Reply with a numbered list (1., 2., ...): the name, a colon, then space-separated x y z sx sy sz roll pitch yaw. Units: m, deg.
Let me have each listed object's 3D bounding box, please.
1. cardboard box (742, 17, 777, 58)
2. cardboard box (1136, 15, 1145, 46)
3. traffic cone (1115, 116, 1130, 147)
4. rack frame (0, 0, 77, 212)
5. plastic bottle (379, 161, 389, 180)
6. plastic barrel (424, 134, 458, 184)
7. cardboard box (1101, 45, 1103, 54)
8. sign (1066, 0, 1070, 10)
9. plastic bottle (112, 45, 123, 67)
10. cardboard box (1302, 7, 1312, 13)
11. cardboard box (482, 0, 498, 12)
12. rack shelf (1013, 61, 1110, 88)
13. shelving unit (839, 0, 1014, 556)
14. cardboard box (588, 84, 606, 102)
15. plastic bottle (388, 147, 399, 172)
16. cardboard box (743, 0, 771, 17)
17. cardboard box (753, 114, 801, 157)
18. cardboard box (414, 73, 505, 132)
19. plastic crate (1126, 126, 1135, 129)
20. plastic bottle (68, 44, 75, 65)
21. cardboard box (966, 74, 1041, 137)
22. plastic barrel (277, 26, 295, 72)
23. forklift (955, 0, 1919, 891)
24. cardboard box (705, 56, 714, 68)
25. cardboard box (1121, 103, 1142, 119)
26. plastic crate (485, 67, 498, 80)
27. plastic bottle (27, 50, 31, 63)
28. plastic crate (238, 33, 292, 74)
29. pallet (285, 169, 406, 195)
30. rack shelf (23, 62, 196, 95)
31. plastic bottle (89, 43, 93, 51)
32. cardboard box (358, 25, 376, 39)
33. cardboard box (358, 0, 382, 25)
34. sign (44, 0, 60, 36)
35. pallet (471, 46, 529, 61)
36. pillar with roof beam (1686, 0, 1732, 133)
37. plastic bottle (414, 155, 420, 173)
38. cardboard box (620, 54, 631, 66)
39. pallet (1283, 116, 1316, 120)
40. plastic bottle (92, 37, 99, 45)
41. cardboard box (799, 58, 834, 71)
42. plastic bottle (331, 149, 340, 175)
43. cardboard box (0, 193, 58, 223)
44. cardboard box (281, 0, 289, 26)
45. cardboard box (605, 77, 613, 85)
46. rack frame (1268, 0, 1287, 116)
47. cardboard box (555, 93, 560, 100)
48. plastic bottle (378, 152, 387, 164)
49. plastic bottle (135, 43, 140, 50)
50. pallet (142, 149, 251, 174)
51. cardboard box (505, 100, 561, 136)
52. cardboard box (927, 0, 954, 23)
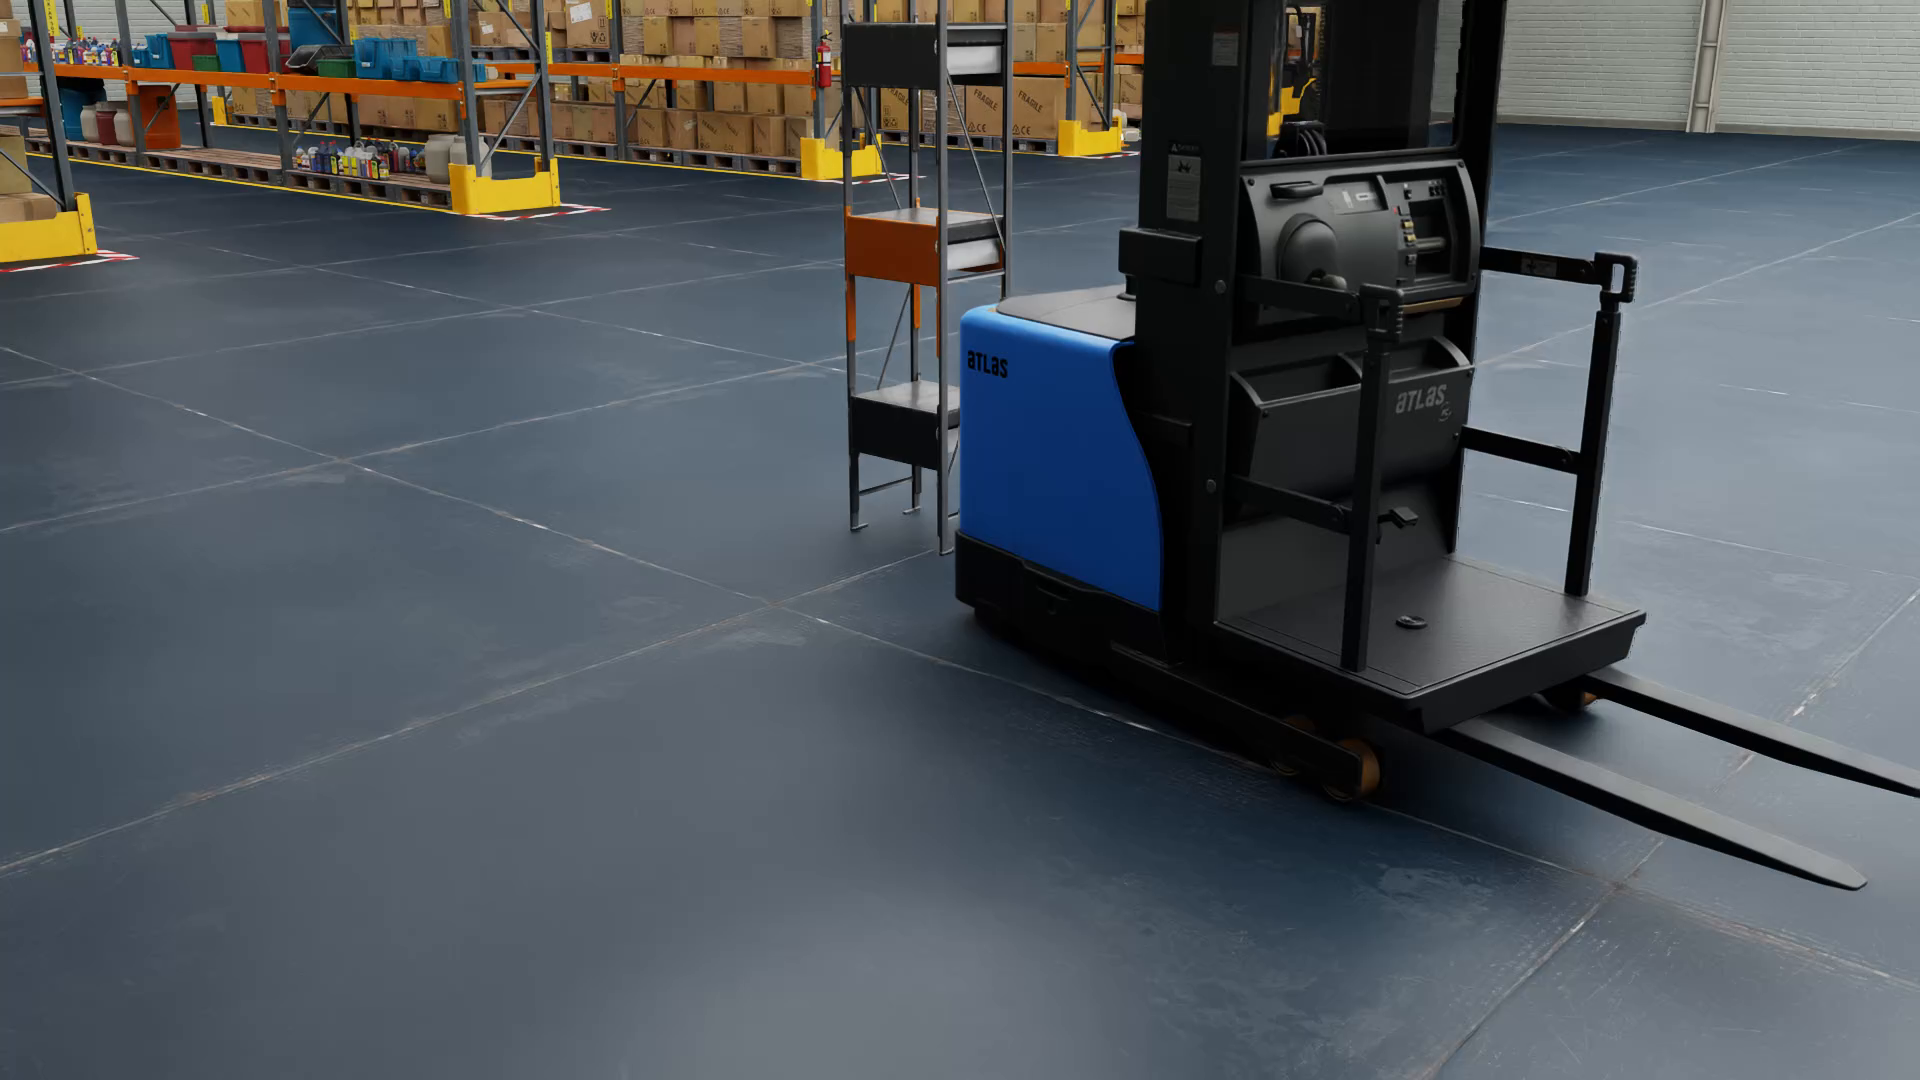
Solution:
1. cardboard box: -2.301 -6.460 21.352 0.500 0.500 0.875 15 23 39
2. cardboard box: 3.425 -8.868 28.939 0.500 0.500 0.500 15 23 40
3. traffic cone: 2.459 -6.402 26.018 0.334 0.463 0.336 15 23 39
4. rack frame: -8.032 -3.841 13.754 0.127 3.000 1.000 15 23 39
5. plastic bottle: -6.406 -4.106 18.489 0.097 0.201 0.097 0 18 0
6. plastic barrel: -5.659 -4.190 18.275 0.421 0.512 0.421 0 18 0
7. cardboard box: 2.597 -8.785 29.750 0.250 0.149 0.380 15 23 39
8. sign: 1.544 -7.728 23.697 0.005 0.325 0.100 15 23 39
9. plastic bottle: -11.311 -6.496 22.314 0.133 0.283 0.061 15 23 39
10. cardboard box: 6.857 -10.276 32.304 0.250 0.149 0.380 15 23 40
11. cardboard box: -9.138 -10.702 33.064 0.500 0.500 0.500 14 23 38
12. rack shelf: 0.418 -7.242 25.660 4.000 0.370 1.077 15 23 39
13. shelving unit: -0.124 -1.034 6.399 0.503 2.100 0.431 15 23 39
14. cardboard box: -6.685 -8.393 31.536 0.500 0.500 0.500 16 24 41
15. plastic bottle: -6.626 -4.453 19.448 0.133 0.283 0.061 15 23 39
16. cardboard box: -2.407 -6.901 21.087 0.500 0.500 0.500 15 23 39
17. cardboard box: -2.380 -5.331 21.889 0.500 0.500 0.500 -11 21 -31
18. cardboard box: -7.940 -7.018 26.585 0.875 0.875 1.225 14 22 37
19. plastic crate: 2.762 -7.234 29.273 0.583 0.080 0.402 7 19 21
20. plastic bottle: -12.404 -6.789 23.238 0.133 0.283 0.061 15 23 39
21. cardboard box: 0.704 -6.668 25.481 0.875 0.875 0.875 15 23 38
22. plastic barrel: -8.303 -6.070 20.555 0.433 0.535 0.433 0 18 0
23. forklift: 1.266 -0.869 4.506 1.130 2.935 3.031 -13 22 -35
24. cardboard box: -3.136 -6.315 21.967 0.250 0.149 0.380 15 23 39
25. cardboard box: 3.200 -7.626 29.533 0.500 0.250 0.500 15 23 39
26. plastic crate: -5.197 -5.087 18.119 0.250 0.136 0.298 15 23 39
27. plastic bottle: -13.527 -7.059 24.225 0.097 0.201 0.097 0 18 0
28. plastic crate: -8.298 -5.822 19.892 0.583 0.464 0.402 15 23 39
29. pallet: -7.258 -4.290 19.781 1.213 0.211 1.003 15 23 39
30. rack shelf: -12.221 -6.625 23.719 4.000 0.370 1.077 15 23 39
31. plastic bottle: -12.626 -7.096 24.225 0.097 0.271 0.097 0 18 0
32. cardboard box: -9.500 -8.188 27.287 0.500 0.500 0.500 14 23 38
33. cardboard box: -9.440 -8.749 27.399 0.637 0.503 0.797 15 23 40
34. sign: -7.659 -4.415 14.003 0.005 0.325 0.100 15 23 39
35. pallet: -6.834 -7.477 25.530 1.003 0.211 1.213 15 23 39
36. pillar with roof beam: 10.124 -10.471 24.730 0.400 9.000 9.100 15 23 39
37. plastic bottle: -6.296 -4.380 19.352 0.097 0.201 0.097 0 18 0
38. cardboard box: -4.484 -6.653 23.032 0.250 0.149 0.380 15 23 39
39. pallet: 6.908 -8.507 33.068 1.213 0.211 1.003 15 23 39
40. plastic bottle: -12.674 -7.199 24.417 0.185 0.351 0.144 15 23 39
41. cardboard box: -1.804 -5.972 20.885 0.250 0.149 0.380 15 23 39
42. plastic bottle: -7.168 -4.342 19.098 0.133 0.283 0.061 16 24 42
43. cardboard box: -8.285 -2.888 14.605 0.500 0.250 0.500 15 23 39
44. cardboard box: -11.322 -9.052 28.691 0.500 0.500 0.500 15 23 40
45. cardboard box: -6.284 -8.644 31.088 0.500 0.250 0.500 16 24 41
46. rack frame: 5.124 -8.323 27.879 0.127 3.000 1.000 15 23 39
47. cardboard box: -7.718 -8.618 32.336 0.250 0.149 0.380 14 22 37
48. plastic bottle: -6.506 -4.226 18.732 0.133 0.283 0.061 15 23 39
49. plastic bottle: -11.668 -6.913 23.630 0.133 0.283 0.061 15 23 39
50. pallet: -10.171 -5.073 22.248 1.213 0.211 1.003 15 23 39
51. cardboard box: -6.500 -6.467 25.436 0.500 0.500 0.700 13 22 35
52. cardboard box: -0.023 -8.267 25.668 0.550 0.550 0.875 15 23 39
